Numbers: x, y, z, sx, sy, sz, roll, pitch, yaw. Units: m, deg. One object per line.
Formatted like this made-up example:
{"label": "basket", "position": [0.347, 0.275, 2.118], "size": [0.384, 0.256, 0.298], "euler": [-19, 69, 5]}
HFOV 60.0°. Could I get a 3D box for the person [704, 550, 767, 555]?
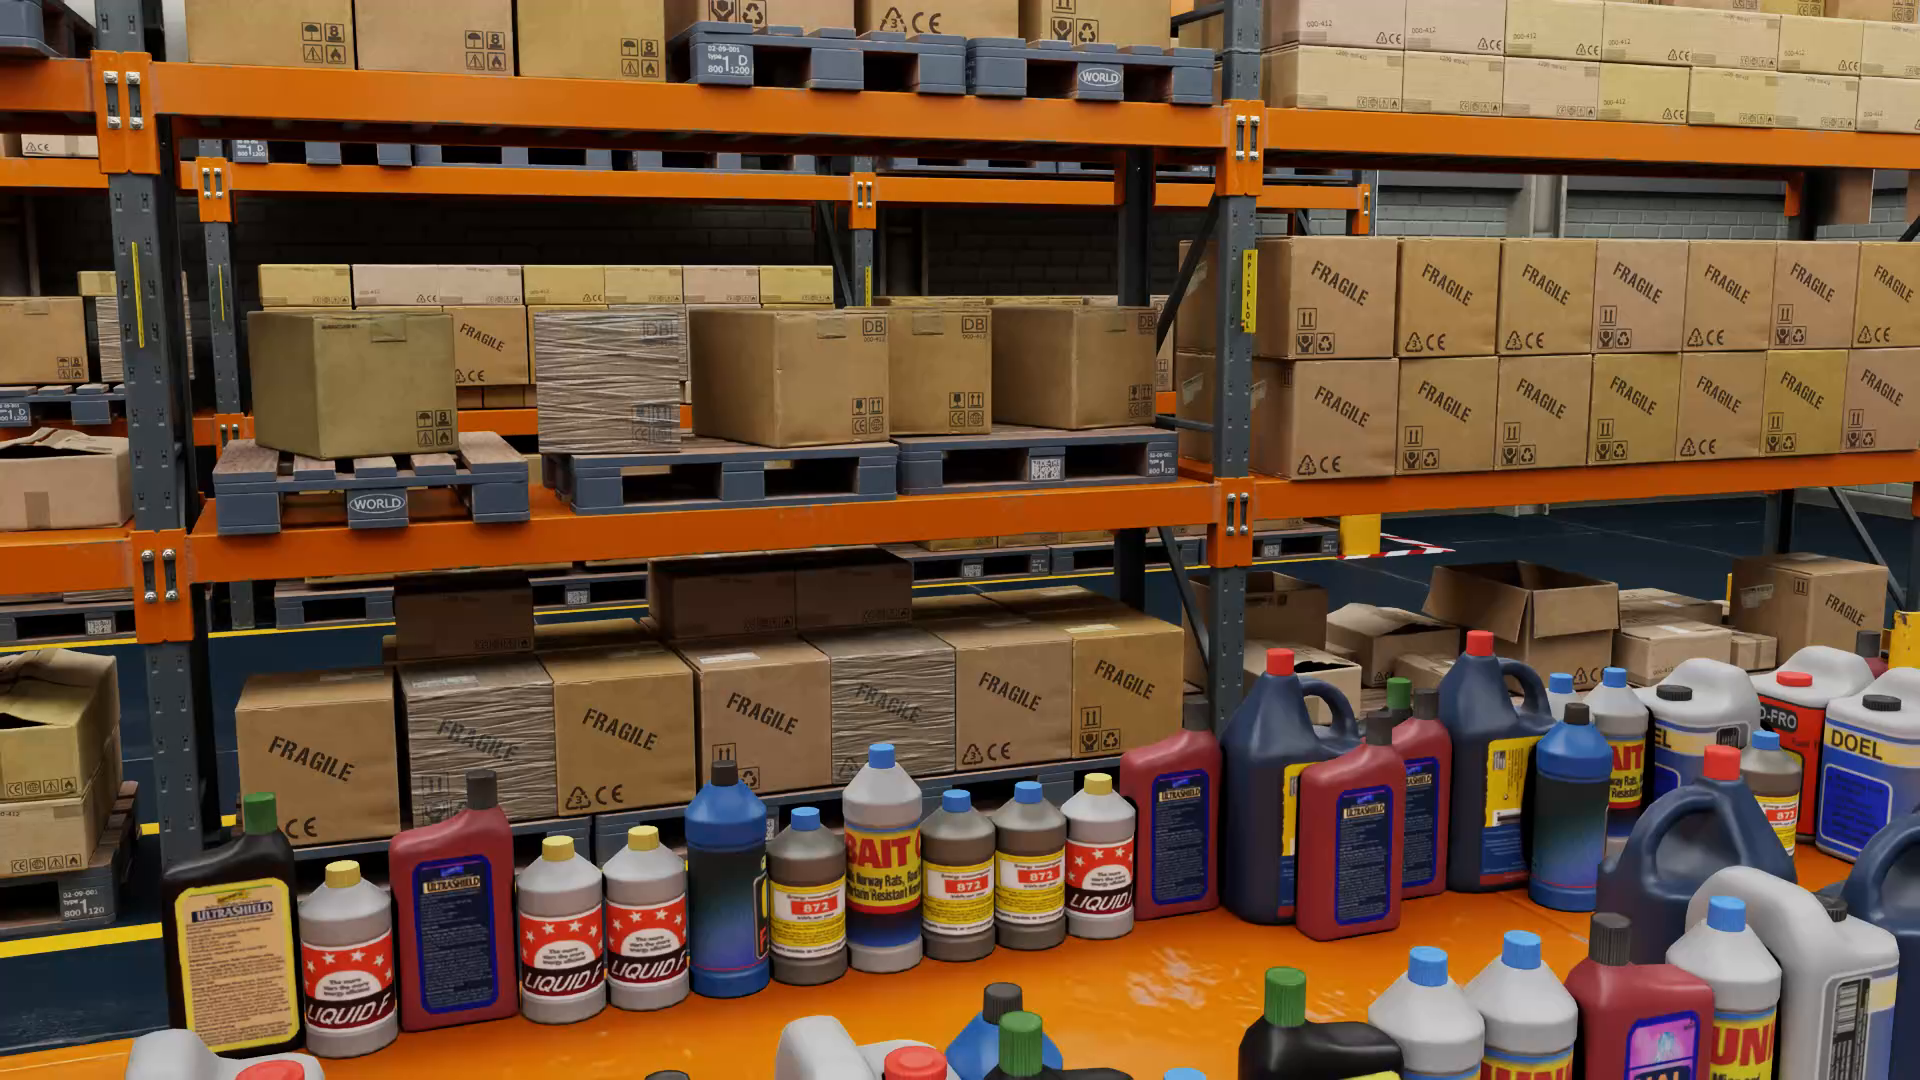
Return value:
{"label": "person", "position": [-1.160, -0.061, 8.539], "size": [0.393, 1.587, 0.479], "euler": [-3, 10, -19]}
